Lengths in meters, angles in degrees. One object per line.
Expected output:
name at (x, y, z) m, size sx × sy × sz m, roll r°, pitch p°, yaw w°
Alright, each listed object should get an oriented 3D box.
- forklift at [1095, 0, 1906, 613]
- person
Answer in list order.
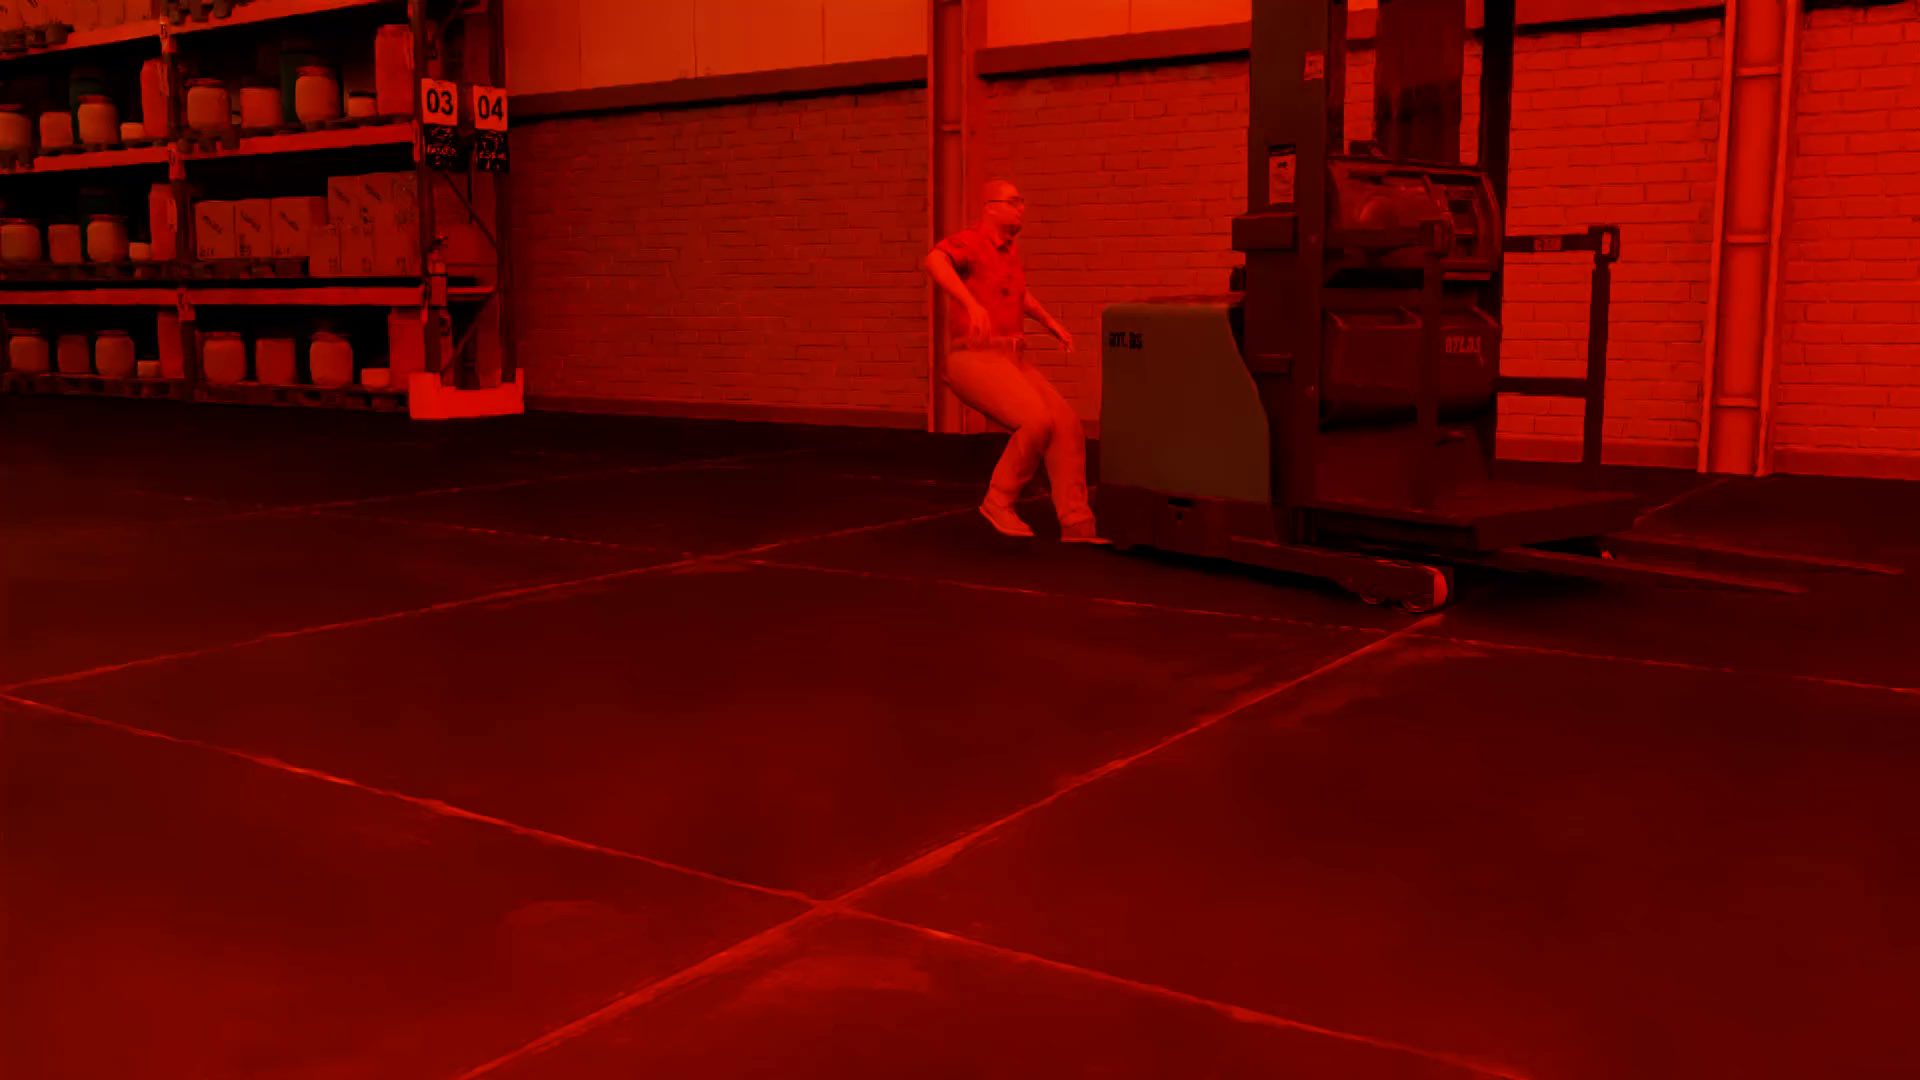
forklift at (1.861, -1.274, 6.150) m, size 1.130 × 2.935 × 3.031 m, roll -6°, pitch 10°, yaw -36°
person at (0.345, -0.780, 7.348) m, size 0.814 × 1.608 × 1.029 m, roll 5°, pitch 9°, yaw 30°
